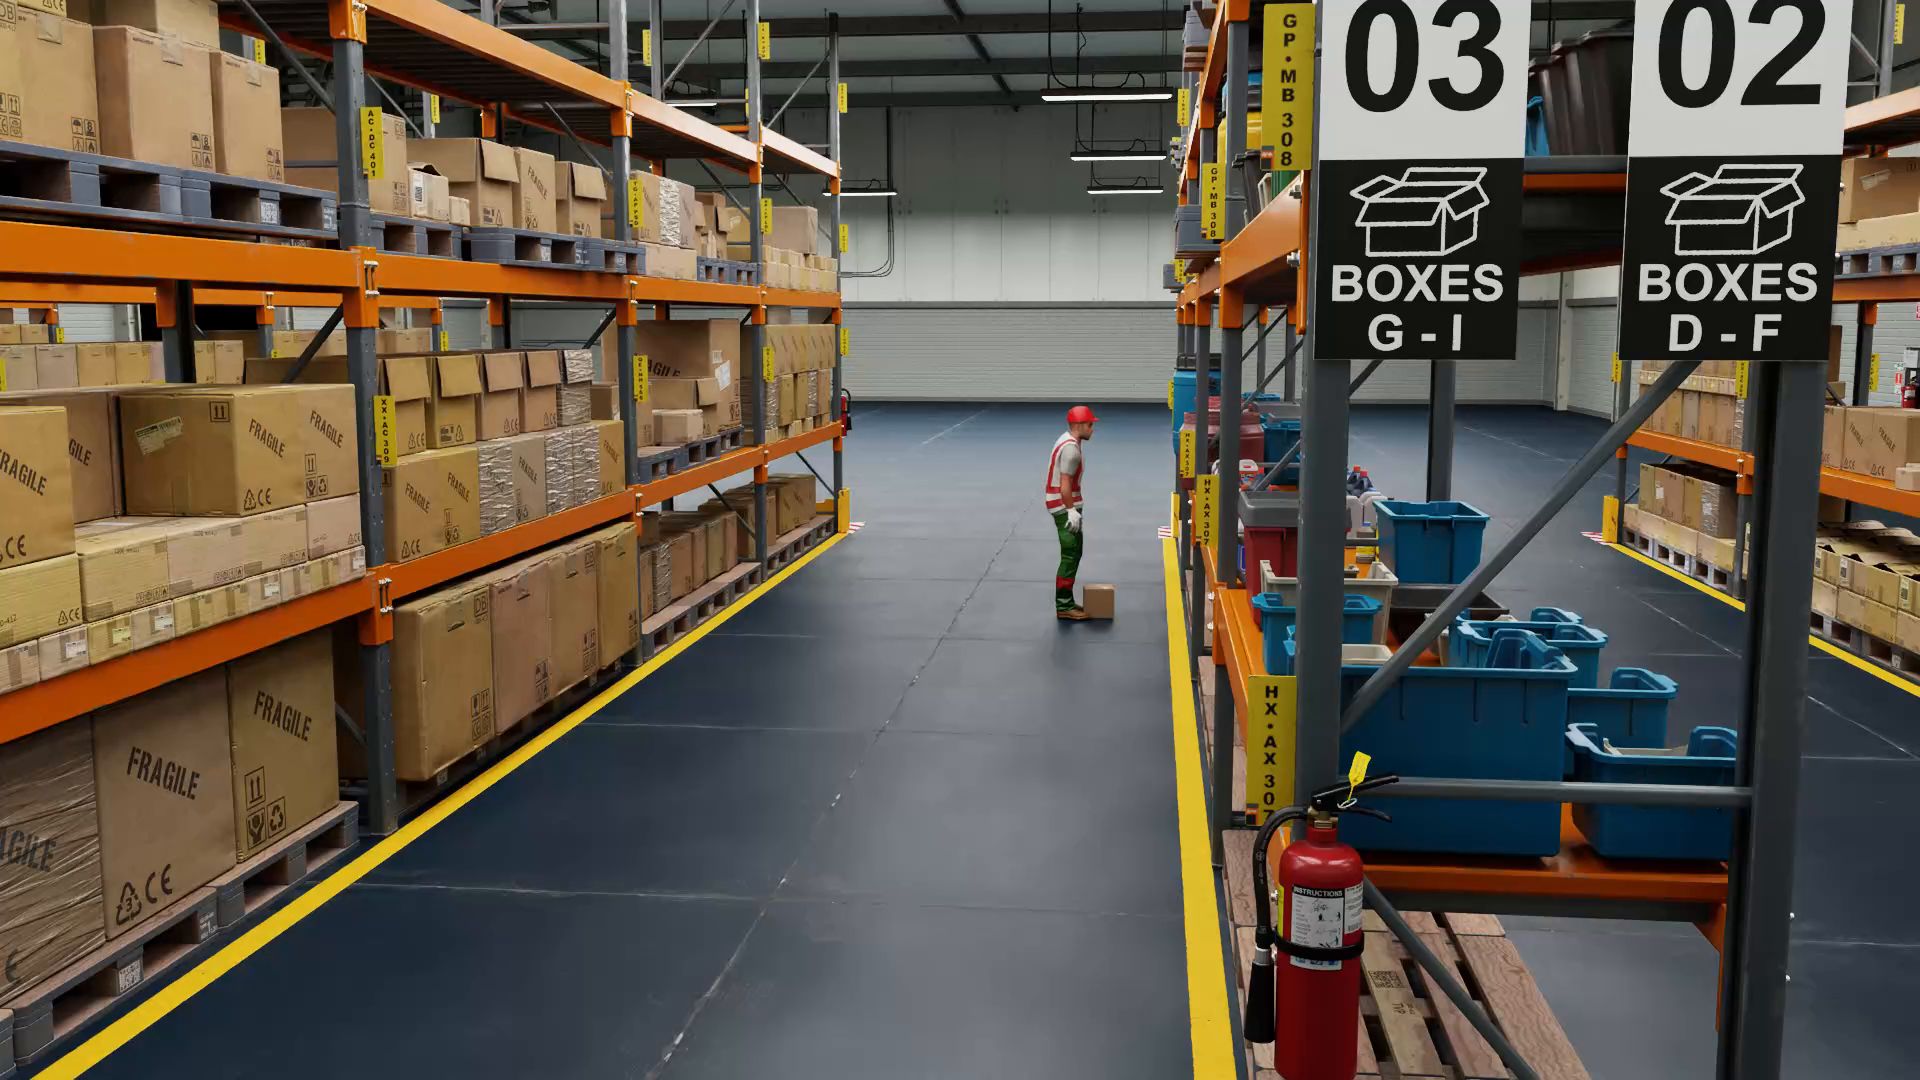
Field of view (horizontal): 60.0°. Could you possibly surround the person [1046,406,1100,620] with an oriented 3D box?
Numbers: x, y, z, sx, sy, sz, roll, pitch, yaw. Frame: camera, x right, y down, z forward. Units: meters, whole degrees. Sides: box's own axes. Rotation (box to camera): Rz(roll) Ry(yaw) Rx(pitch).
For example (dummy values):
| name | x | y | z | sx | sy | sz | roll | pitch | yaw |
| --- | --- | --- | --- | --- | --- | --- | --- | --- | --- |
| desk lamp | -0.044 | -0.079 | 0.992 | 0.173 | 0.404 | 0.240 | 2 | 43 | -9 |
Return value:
| name | x | y | z | sx | sy | sz | roll | pitch | yaw |
| --- | --- | --- | --- | --- | --- | --- | --- | --- | --- |
| person | 0.952 | -0.240 | 14.053 | 0.454 | 1.779 | 0.609 | 1 | 8 | 6 |
